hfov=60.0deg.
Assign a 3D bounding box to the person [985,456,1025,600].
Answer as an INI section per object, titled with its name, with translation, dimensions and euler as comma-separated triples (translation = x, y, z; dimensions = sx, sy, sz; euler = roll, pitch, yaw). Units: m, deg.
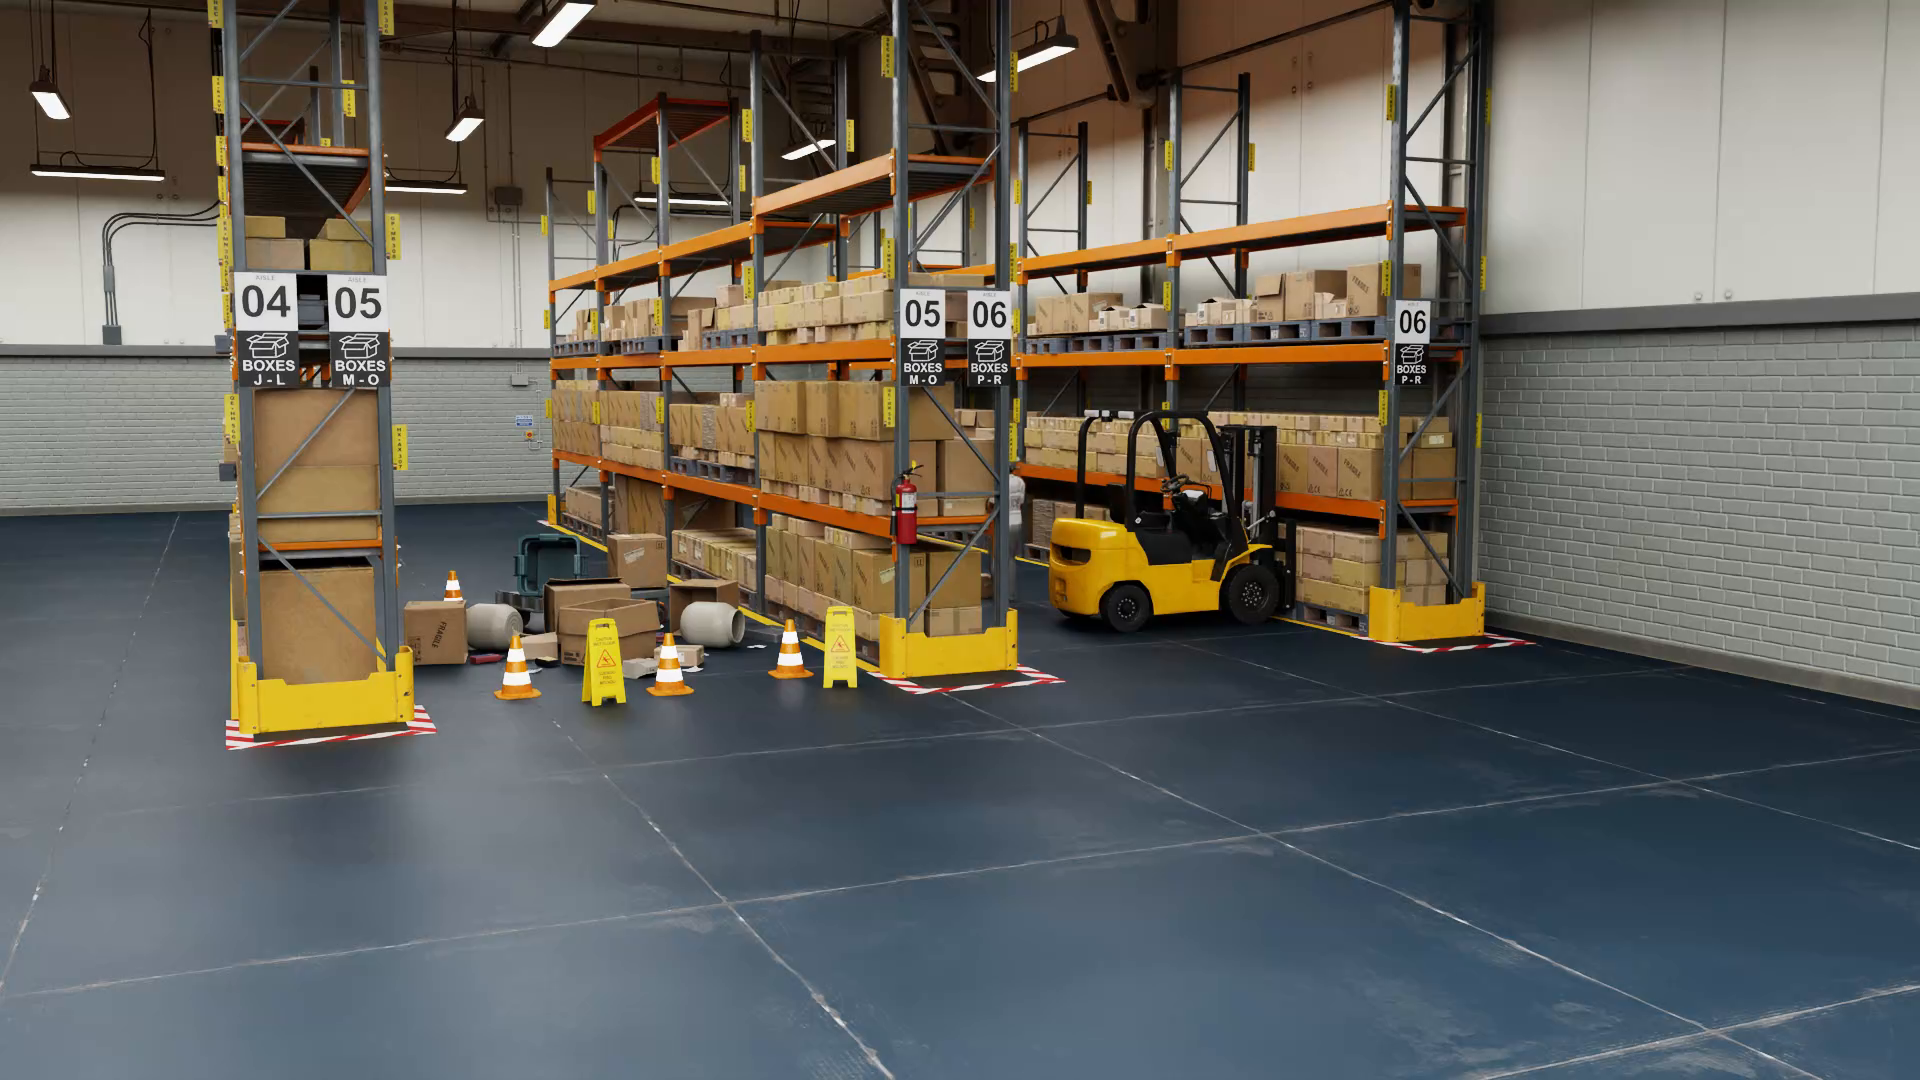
[person]
translation = 0.474, -0.096, 18.476
dimensions = 0.448, 1.766, 0.482
euler = -2, 6, -22
